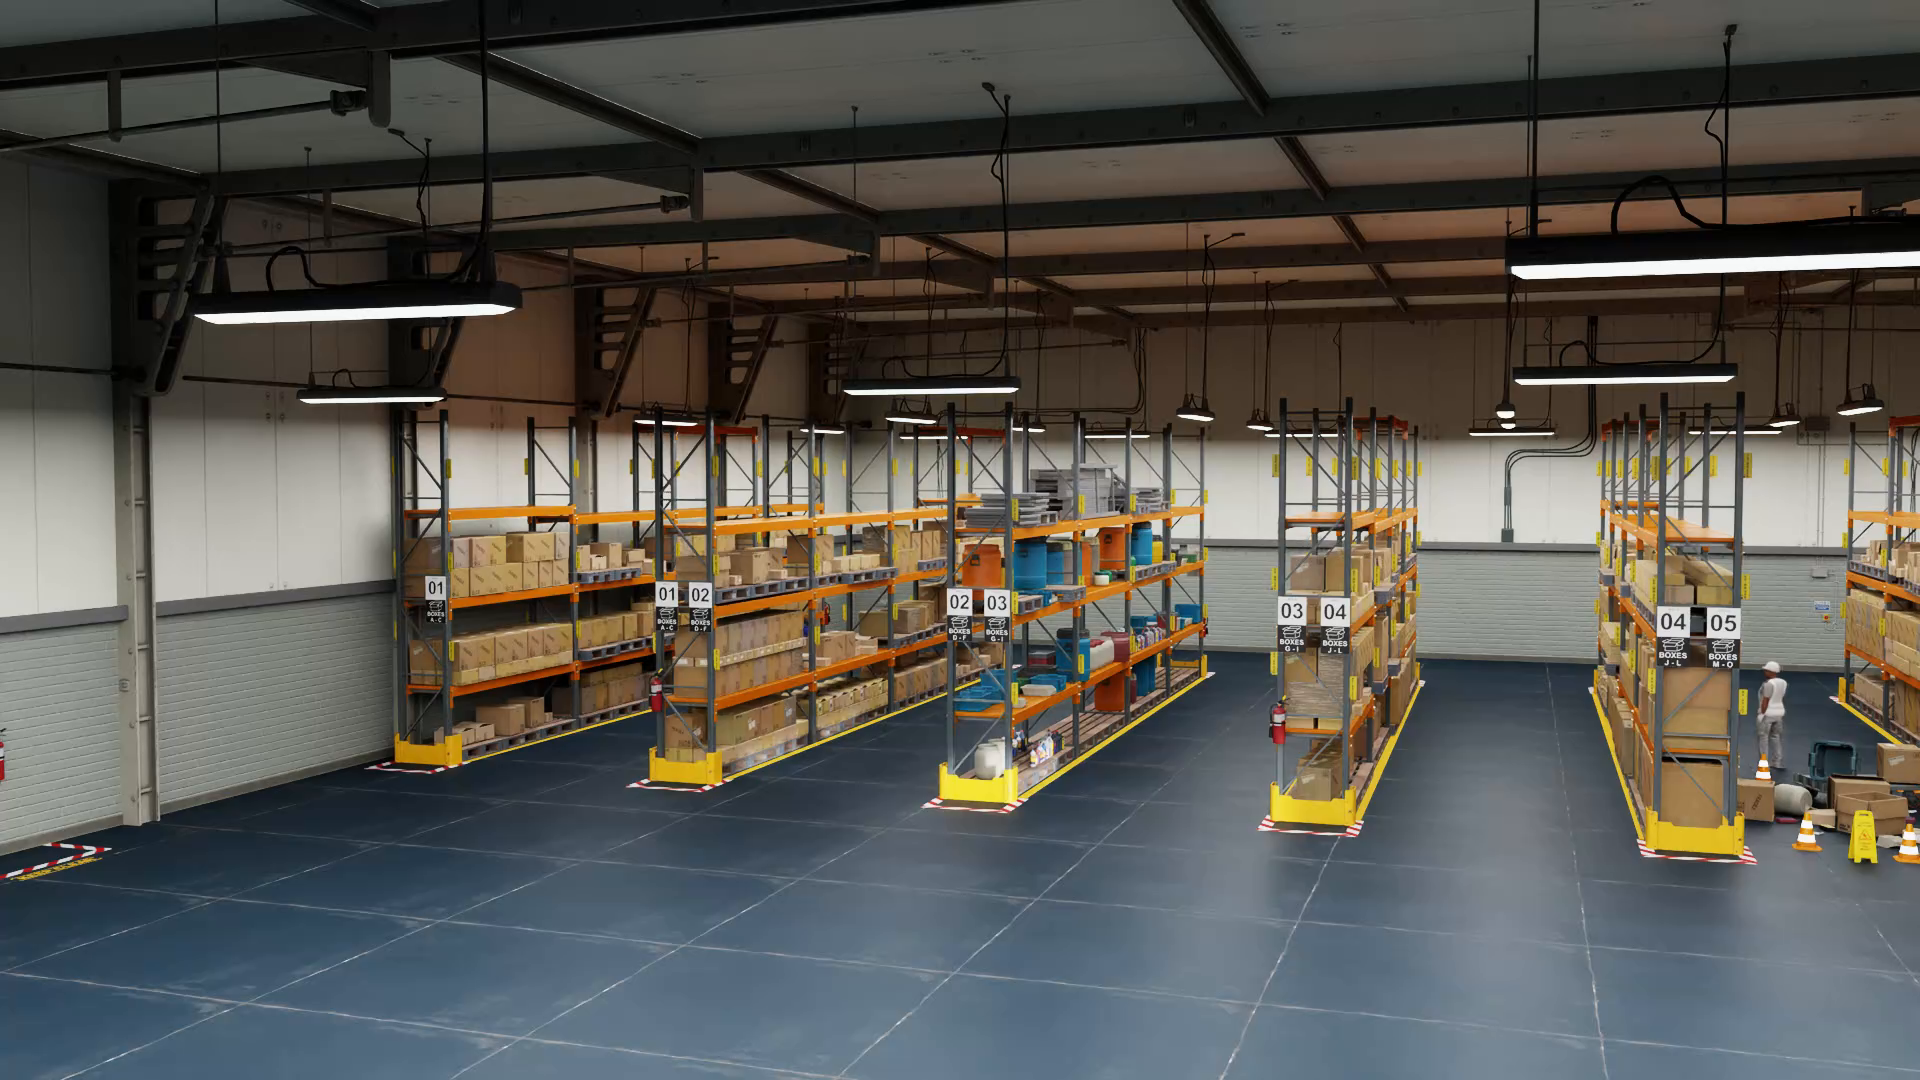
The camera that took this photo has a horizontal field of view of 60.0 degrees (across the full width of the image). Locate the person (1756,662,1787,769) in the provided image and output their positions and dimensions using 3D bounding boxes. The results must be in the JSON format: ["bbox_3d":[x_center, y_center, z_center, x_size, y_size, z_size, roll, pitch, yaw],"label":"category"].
[{"bbox_3d":[13.537,2.928,27.787,0.589,1.787,0.445,-1,3,-14],"label":"person"}]

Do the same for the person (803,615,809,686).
[{"bbox_3d":[-3.375,2.543,38.155,0.422,1.646,0.466,-1,3,-28],"label":"person"}]

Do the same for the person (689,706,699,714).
[{"bbox_3d":[-5.036,2.840,31.933,0.625,1.588,0.717,2,3,33],"label":"person"}]

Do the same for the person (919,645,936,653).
[{"bbox_3d":[-0.800,2.329,42.676,0.970,1.641,0.524,-1,3,-19],"label":"person"}]
